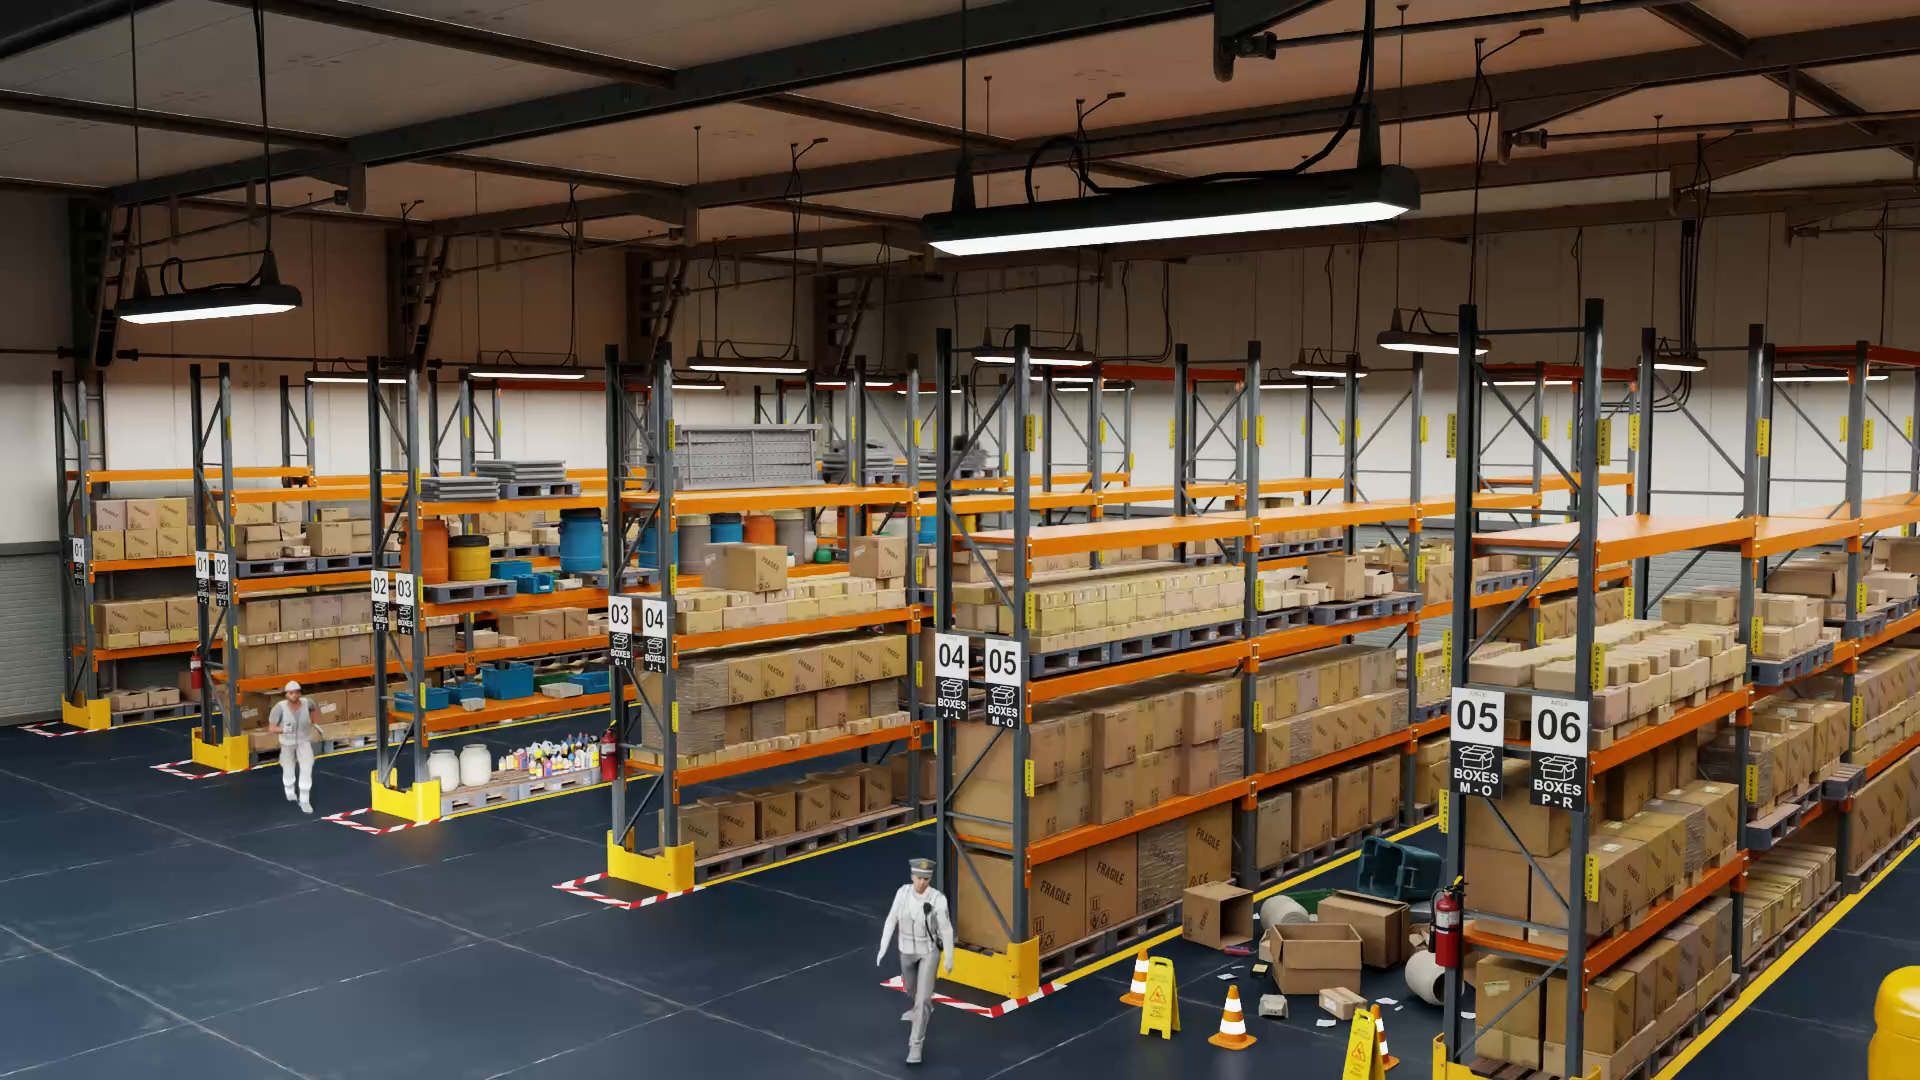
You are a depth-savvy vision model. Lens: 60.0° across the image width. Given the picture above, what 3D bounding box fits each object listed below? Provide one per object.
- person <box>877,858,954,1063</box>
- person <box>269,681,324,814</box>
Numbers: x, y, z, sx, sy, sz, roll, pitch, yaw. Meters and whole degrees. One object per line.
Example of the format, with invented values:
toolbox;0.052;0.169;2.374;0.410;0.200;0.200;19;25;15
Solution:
person;-0.322;3.355;13.670;0.595;1.612;0.962;1;4;19
person;-8.780;2.708;22.009;0.686;1.753;0.994;-2;5;-25
